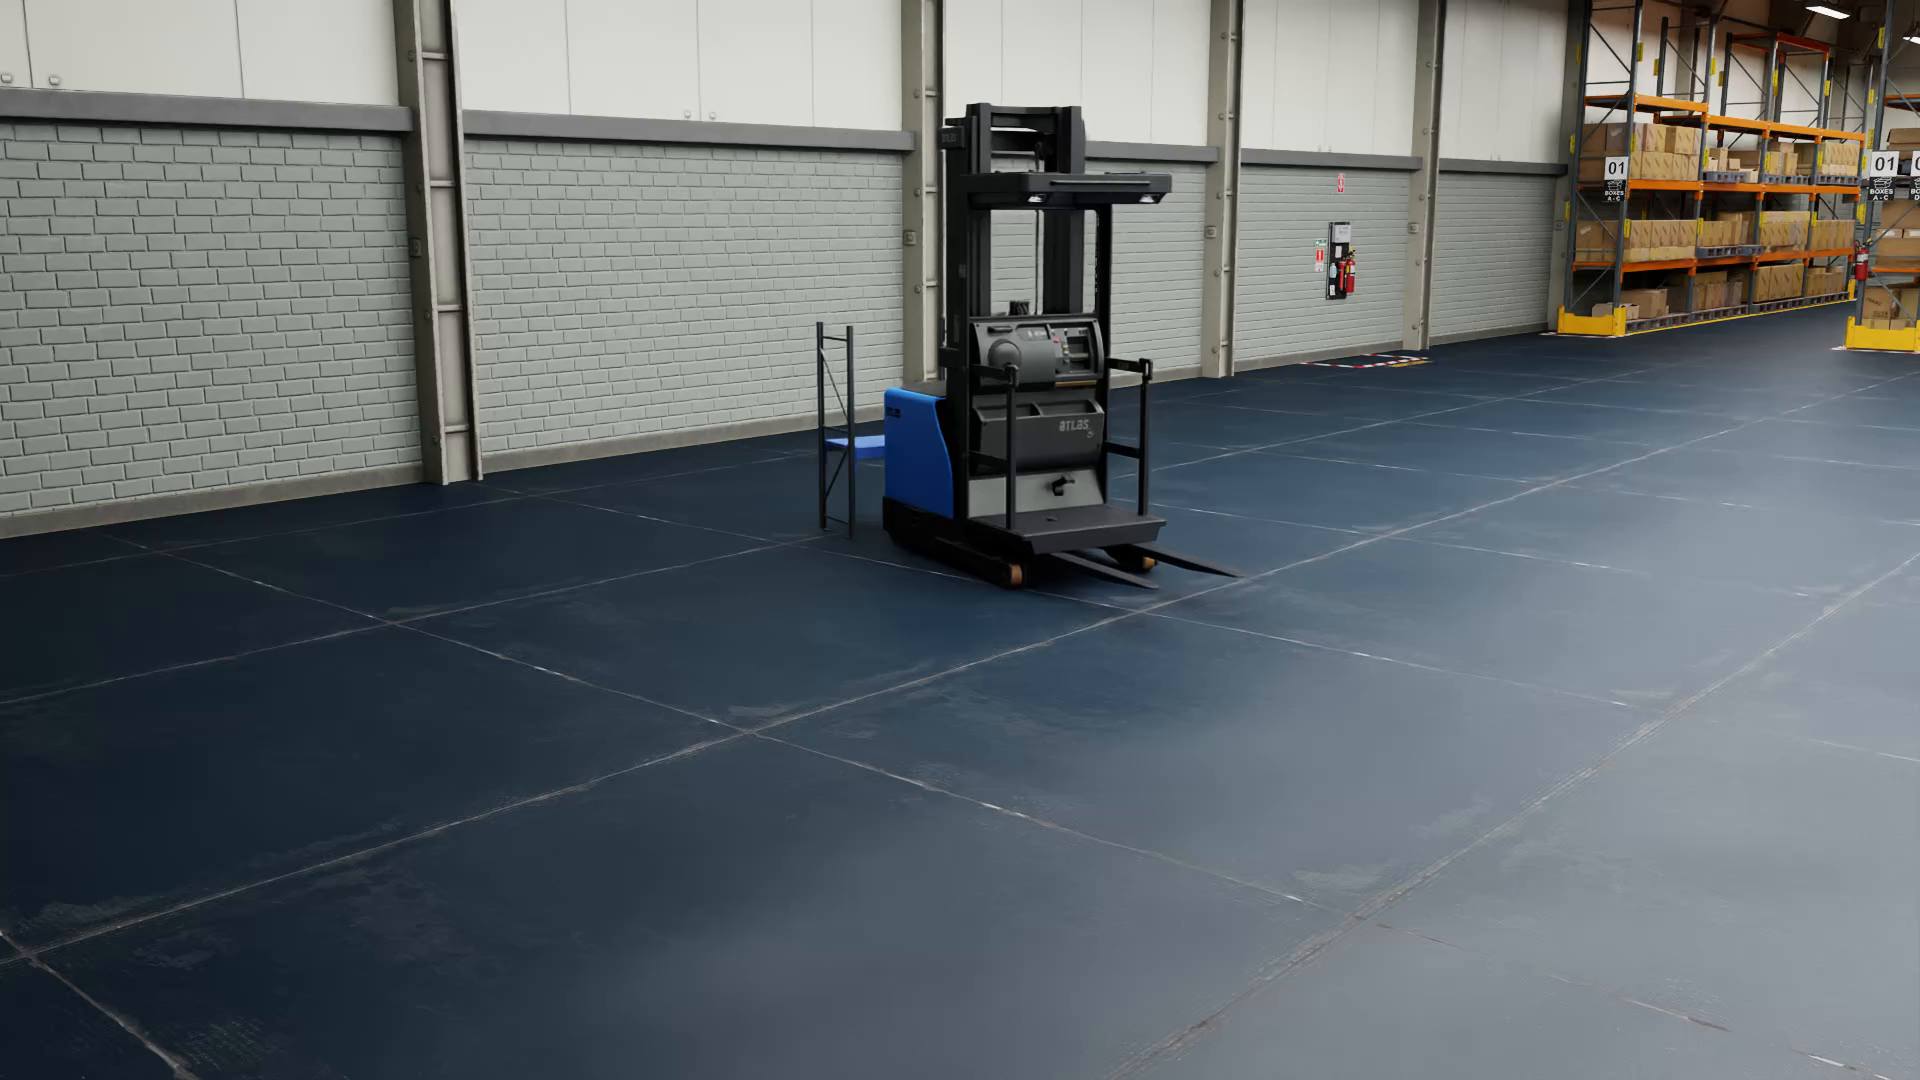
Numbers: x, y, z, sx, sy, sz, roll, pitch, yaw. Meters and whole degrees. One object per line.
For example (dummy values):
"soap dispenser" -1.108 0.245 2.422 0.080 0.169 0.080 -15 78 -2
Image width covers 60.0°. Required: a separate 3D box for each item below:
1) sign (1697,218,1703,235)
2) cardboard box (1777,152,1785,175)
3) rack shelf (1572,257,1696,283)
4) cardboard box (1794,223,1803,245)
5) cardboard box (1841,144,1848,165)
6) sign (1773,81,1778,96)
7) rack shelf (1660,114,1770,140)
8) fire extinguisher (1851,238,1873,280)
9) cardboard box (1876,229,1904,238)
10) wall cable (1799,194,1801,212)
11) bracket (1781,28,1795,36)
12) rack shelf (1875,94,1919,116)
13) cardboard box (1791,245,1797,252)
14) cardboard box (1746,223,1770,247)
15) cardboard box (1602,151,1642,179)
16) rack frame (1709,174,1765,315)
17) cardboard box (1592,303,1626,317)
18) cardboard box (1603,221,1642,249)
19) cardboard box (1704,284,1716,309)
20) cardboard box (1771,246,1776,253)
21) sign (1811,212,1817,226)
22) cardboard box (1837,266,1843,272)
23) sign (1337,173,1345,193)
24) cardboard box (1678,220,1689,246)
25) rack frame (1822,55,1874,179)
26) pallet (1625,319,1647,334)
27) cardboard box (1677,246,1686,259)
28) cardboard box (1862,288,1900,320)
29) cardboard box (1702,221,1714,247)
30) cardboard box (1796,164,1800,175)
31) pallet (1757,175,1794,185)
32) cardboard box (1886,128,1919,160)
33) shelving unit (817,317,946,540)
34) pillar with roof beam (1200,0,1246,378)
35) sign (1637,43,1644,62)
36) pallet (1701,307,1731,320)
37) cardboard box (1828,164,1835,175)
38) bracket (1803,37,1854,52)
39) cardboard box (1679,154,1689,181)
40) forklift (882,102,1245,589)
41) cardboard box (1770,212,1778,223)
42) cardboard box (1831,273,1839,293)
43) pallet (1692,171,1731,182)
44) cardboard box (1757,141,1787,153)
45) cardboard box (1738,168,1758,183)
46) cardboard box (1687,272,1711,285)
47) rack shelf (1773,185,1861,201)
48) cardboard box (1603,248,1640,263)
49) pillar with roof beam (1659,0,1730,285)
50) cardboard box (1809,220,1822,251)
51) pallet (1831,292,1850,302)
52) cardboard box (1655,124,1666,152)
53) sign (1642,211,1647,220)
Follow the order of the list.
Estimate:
"sign" 14.733 -6.244 33.103 0.100 0.325 0.005 10 15 40
"cardboard box" 18.240 -8.530 37.723 0.700 0.500 0.500 10 15 40
"rack shelf" 13.000 -5.241 32.130 1.077 0.370 4.000 10 15 40
"cardboard box" 19.157 -7.093 38.500 0.500 0.500 0.500 10 15 41
"cardboard box" 21.287 -9.381 40.502 0.500 0.500 0.500 9 14 38
"sign" 19.201 -10.618 39.109 0.100 0.325 0.005 10 15 40
"rack shelf" 15.641 -8.575 34.528 1.077 0.370 4.000 10 15 40
"fire extinguisher" 14.977 -4.664 27.604 0.296 0.674 0.183 10 15 40
"cardboard box" 15.513 -5.108 27.714 0.380 0.149 0.250 9 15 39
"wall cable" 22.377 -8.463 43.829 0.084 1.984 1.851 10 15 40
"bracket" 19.406 -11.880 39.026 0.235 0.232 0.430 10 15 40
"rack shelf" 16.724 -7.347 28.378 1.077 0.370 4.000 10 15 40
"cardboard box" 19.107 -6.746 38.421 0.380 0.149 0.250 10 15 40
"cardboard box" 17.474 -6.720 36.631 0.500 0.500 0.500 10 15 42
"cardboard box" 12.089 -6.846 30.366 0.500 0.500 0.500 10 15 42
"rack frame" 16.961 -6.477 36.480 1.000 3.000 0.127 10 15 40
"cardboard box" 12.204 -4.287 31.258 0.500 0.311 0.500 8 14 34
"cardboard box" 12.221 -5.635 30.683 0.500 0.500 0.500 10 15 40
"cardboard box" 15.465 -5.141 35.051 0.700 0.500 0.500 10 15 41
"cardboard box" 18.181 -6.575 37.561 0.380 0.149 0.250 10 15 41
"sign" 20.015 -7.525 38.976 0.100 0.325 0.005 10 15 40
"cardboard box" 21.907 -6.794 41.720 0.380 0.149 0.250 10 15 40
"sign" 5.792 -5.422 25.278 0.001 0.298 0.199 10 15 40
"cardboard box" 13.916 -6.008 32.553 0.500 0.500 0.500 10 15 40
"rack frame" 22.242 -10.596 41.785 1.000 3.000 0.127 10 15 40
"pallet" 12.293 -4.058 31.491 1.003 0.211 1.213 10 15 40
"cardboard box" 13.900 -5.643 32.639 0.500 0.250 0.500 10 15 41
"cardboard box" 15.534 -4.002 28.125 0.500 0.500 0.500 10 15 40
"cardboard box" 15.056 -6.305 34.240 0.500 0.500 0.700 -10 15 -42
"cardboard box" 19.877 -8.849 39.752 0.500 0.250 0.500 10 15 41
"pallet" 18.082 -8.121 37.539 1.003 0.211 1.213 11 16 43
"cardboard box" 15.786 -6.540 27.445 0.637 0.503 0.797 -11 16 -44
"shelving unit" -0.445 -0.830 12.038 1.048 1.500 0.538 -7 13 -31
"pillar with roof beam" 6.805 -6.134 19.448 9.100 9.000 0.400 10 15 40
"sign" 12.088 -8.668 29.548 0.100 0.325 0.005 10 15 40
"pallet" 15.639 -4.816 35.283 1.003 0.211 1.213 10 15 40
"cardboard box" 20.603 -8.858 39.800 0.500 0.250 0.500 9 15 39
"bracket" 21.655 -12.381 41.535 0.076 0.066 4.783 10 15 40
"cardboard box" 13.829 -7.239 32.331 0.500 0.500 0.500 8 14 36
"forklift" 0.613 -1.243 10.453 1.130 2.935 3.031 -6 13 -29
"cardboard box" 17.809 -7.162 36.929 0.500 0.250 0.500 9 15 40
"cardboard box" 21.525 -6.444 41.627 0.700 0.500 0.500 10 15 40
"pallet" 14.808 -7.344 33.643 1.213 0.211 1.003 10 15 40
"cardboard box" 18.569 -8.973 38.026 0.500 0.250 0.500 9 15 39
"cardboard box" 16.689 -7.773 35.487 0.500 0.311 0.500 10 15 40
"cardboard box" 15.423 -5.499 34.927 0.500 0.250 0.500 9 15 39
"rack shelf" 20.922 -8.478 40.676 1.077 0.370 4.000 10 15 40
"cardboard box" 12.241 -5.267 30.753 0.500 0.250 0.500 9 15 39
"pillar with roof beam" 18.687 -8.783 32.708 9.100 9.000 0.548 10 15 40
"cardboard box" 19.972 -7.290 39.786 0.980 0.700 0.700 10 15 41
"pallet" 21.773 -6.158 42.006 1.003 0.211 1.213 10 15 40
"cardboard box" 12.816 -7.489 31.031 0.500 0.500 0.500 10 15 42
"sign" 13.901 -6.527 33.776 0.100 0.325 0.005 10 15 40
